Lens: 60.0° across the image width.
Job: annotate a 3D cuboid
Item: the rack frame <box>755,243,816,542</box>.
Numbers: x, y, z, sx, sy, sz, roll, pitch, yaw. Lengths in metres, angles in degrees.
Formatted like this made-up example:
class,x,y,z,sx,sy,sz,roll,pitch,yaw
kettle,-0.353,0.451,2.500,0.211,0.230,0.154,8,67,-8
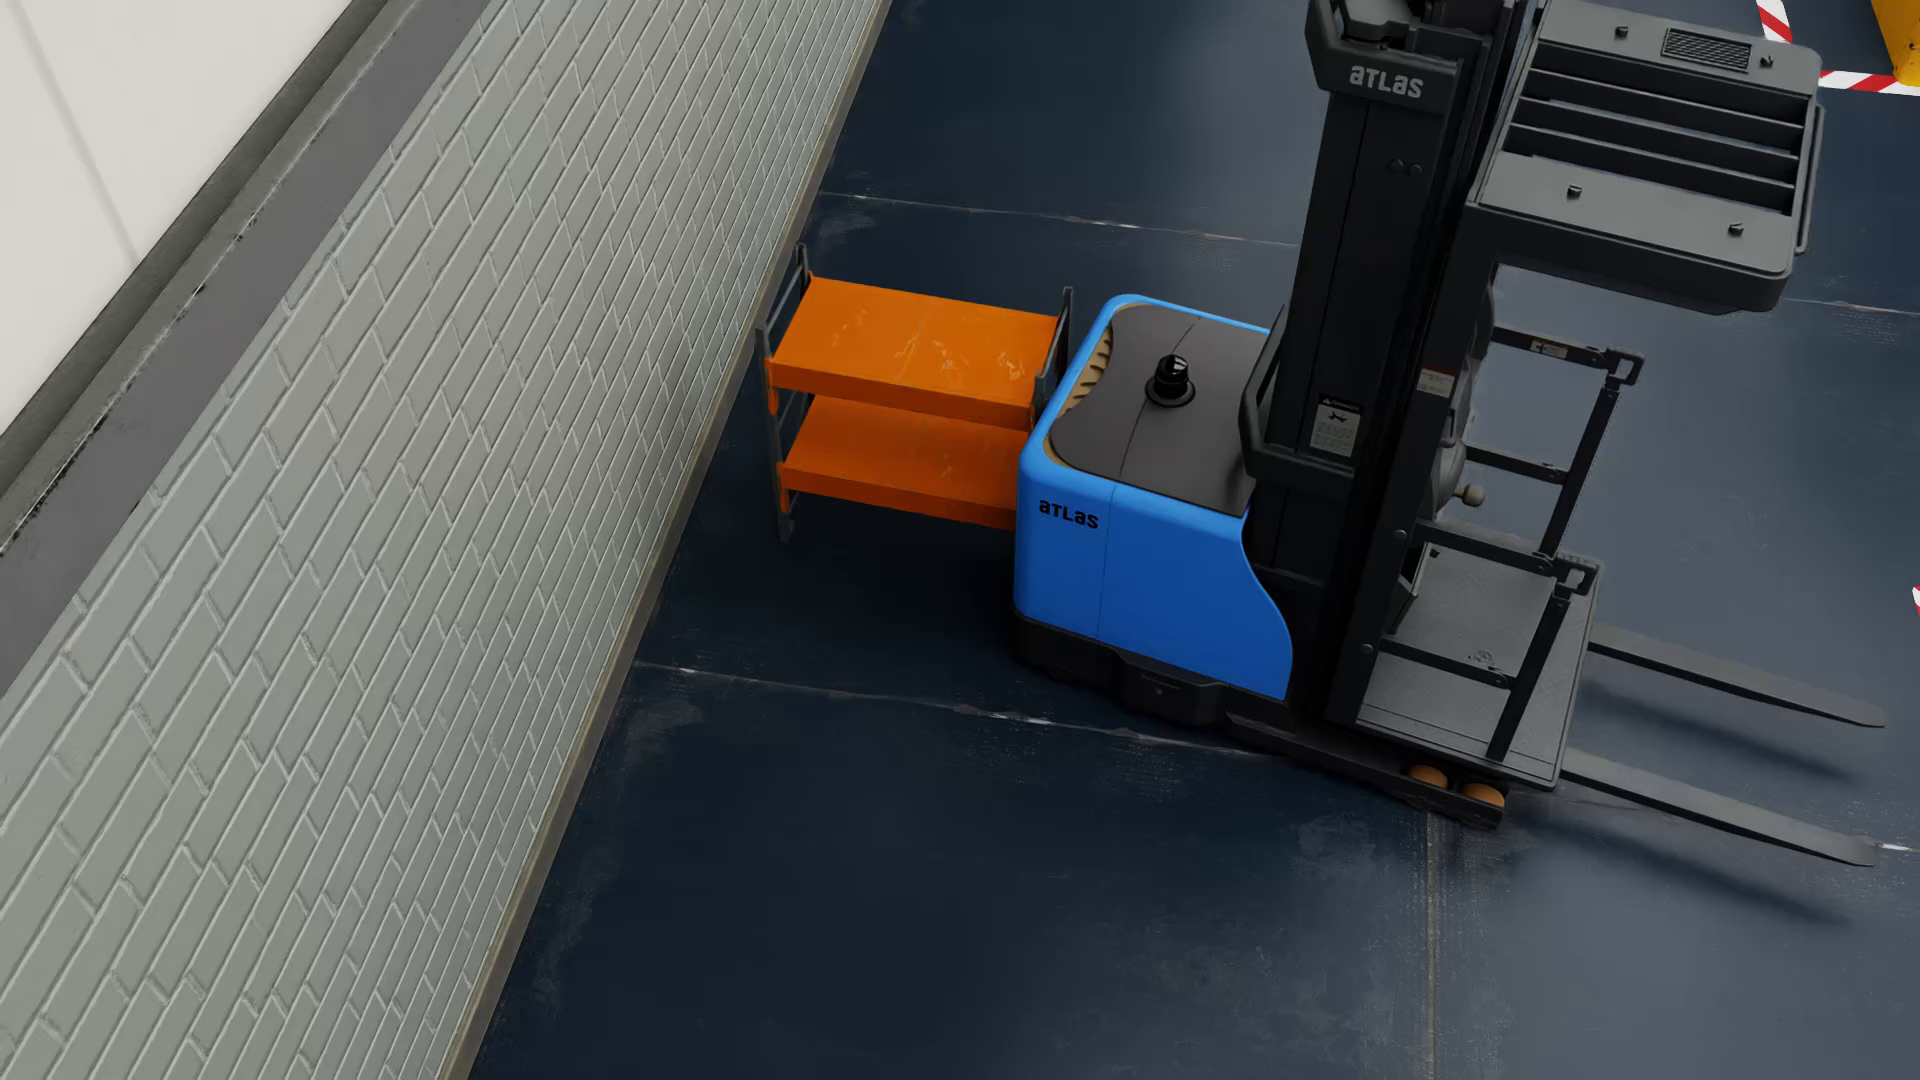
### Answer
class,x,y,z,sx,sy,sz,roll,pitch,yaw
rack frame,-0.650,-0.551,6.461,0.032,1.125,0.500,11,49,10

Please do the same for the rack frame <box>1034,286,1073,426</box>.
class,x,y,z,sx,sy,sz,roll,pitch,yaw
rack frame,0.334,-0.362,6.291,0.032,1.125,0.500,11,49,10

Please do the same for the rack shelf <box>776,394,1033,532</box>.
class,x,y,z,sx,sy,sz,roll,pitch,yaw
rack shelf,-0.158,-0.293,6.558,1.000,0.278,0.538,11,49,10

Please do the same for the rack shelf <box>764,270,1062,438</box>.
class,x,y,z,sx,sy,sz,roll,pitch,yaw
rack shelf,-0.158,-0.652,6.158,1.000,0.278,0.538,11,49,10

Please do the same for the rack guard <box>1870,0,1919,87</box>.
class,x,y,z,sx,sy,sz,roll,pitch,yaw
rack guard,5.297,-3.012,9.092,0.348,0.500,1.175,8,49,7

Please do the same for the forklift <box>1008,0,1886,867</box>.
class,x,y,z,sx,sy,sz,roll,pitch,yaw
forklift,1.746,-0.427,5.135,3.031,2.935,1.130,18,50,15

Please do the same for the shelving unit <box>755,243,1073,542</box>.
class,x,y,z,sx,sy,sz,roll,pitch,yaw
shelving unit,-0.158,-0.456,6.376,1.048,1.125,0.538,11,49,10
